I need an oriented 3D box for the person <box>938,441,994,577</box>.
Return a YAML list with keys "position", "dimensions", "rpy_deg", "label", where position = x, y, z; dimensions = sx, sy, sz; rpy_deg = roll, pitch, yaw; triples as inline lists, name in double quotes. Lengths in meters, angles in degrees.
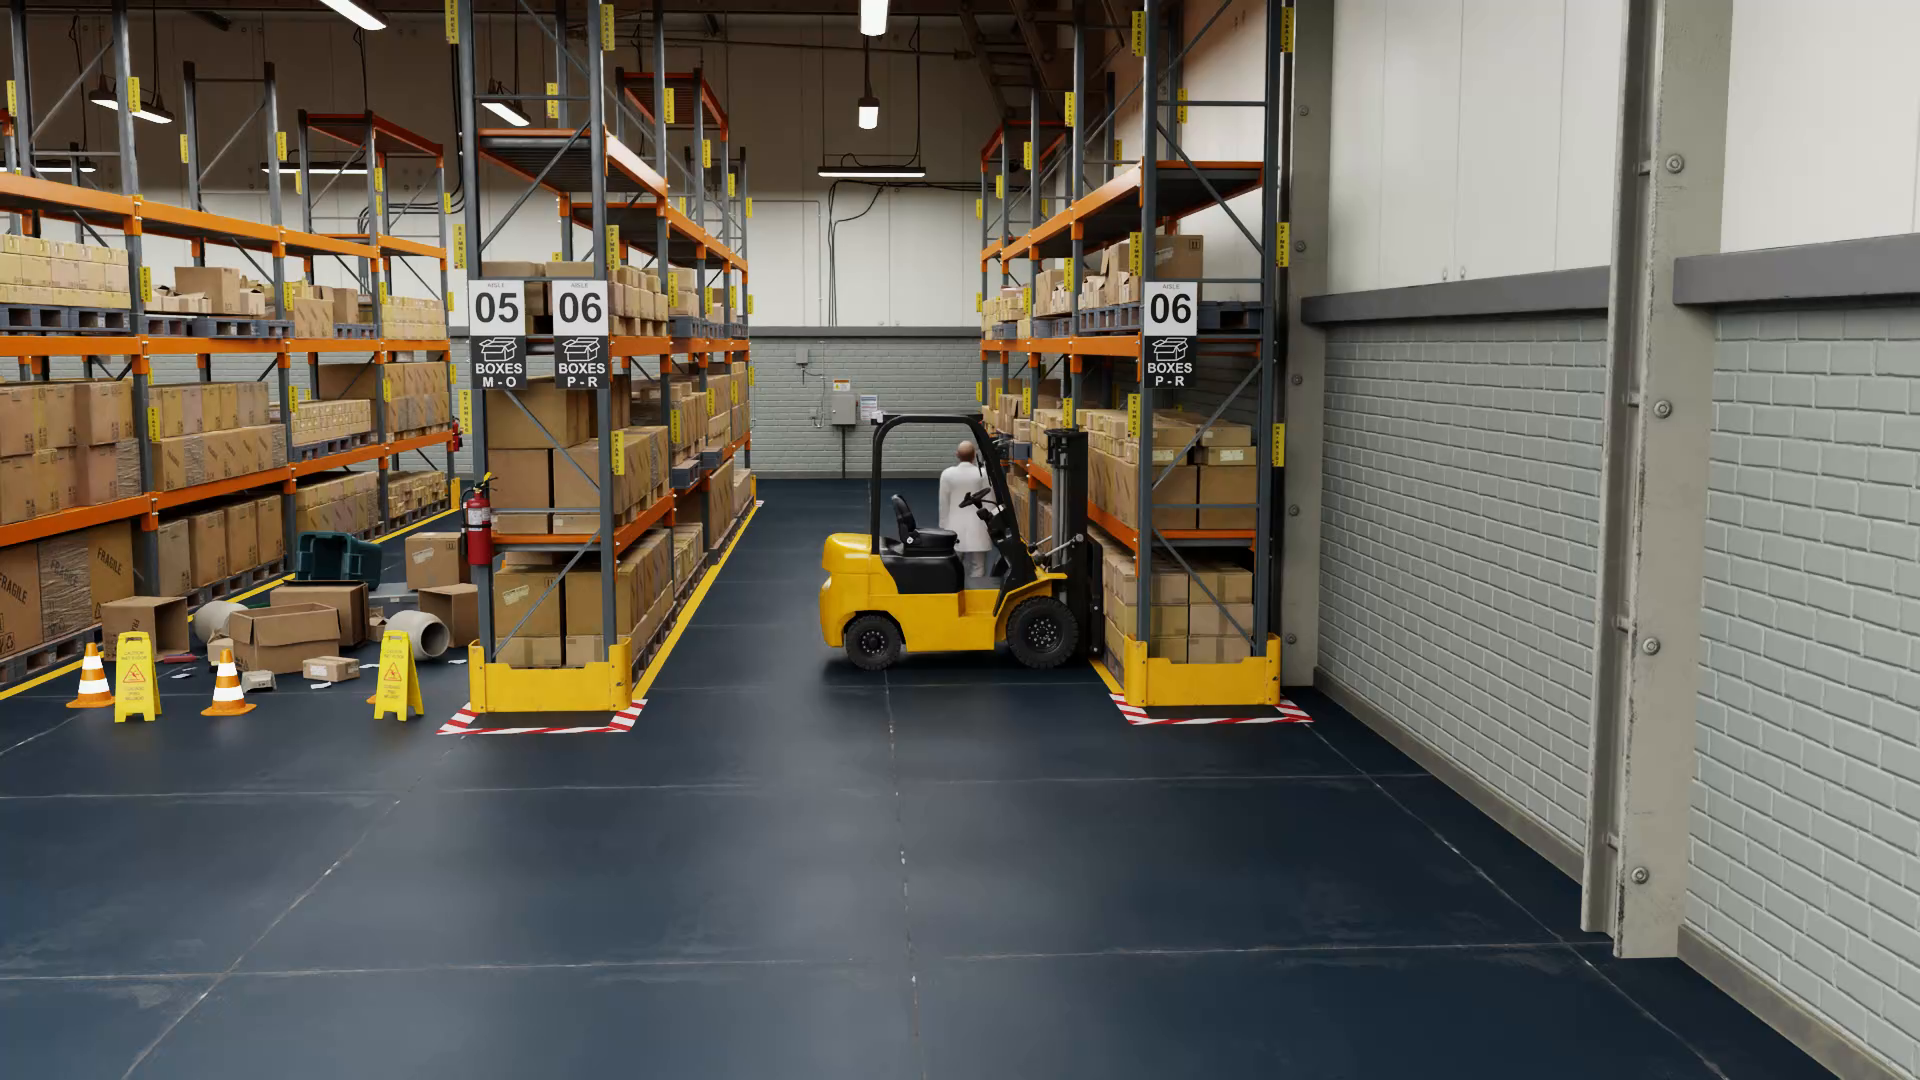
- position: [0.063, -0.105, 16.688]
  dimensions: [0.561, 1.781, 0.380]
  rpy_deg: [1, 7, 8]
  label: "person"
